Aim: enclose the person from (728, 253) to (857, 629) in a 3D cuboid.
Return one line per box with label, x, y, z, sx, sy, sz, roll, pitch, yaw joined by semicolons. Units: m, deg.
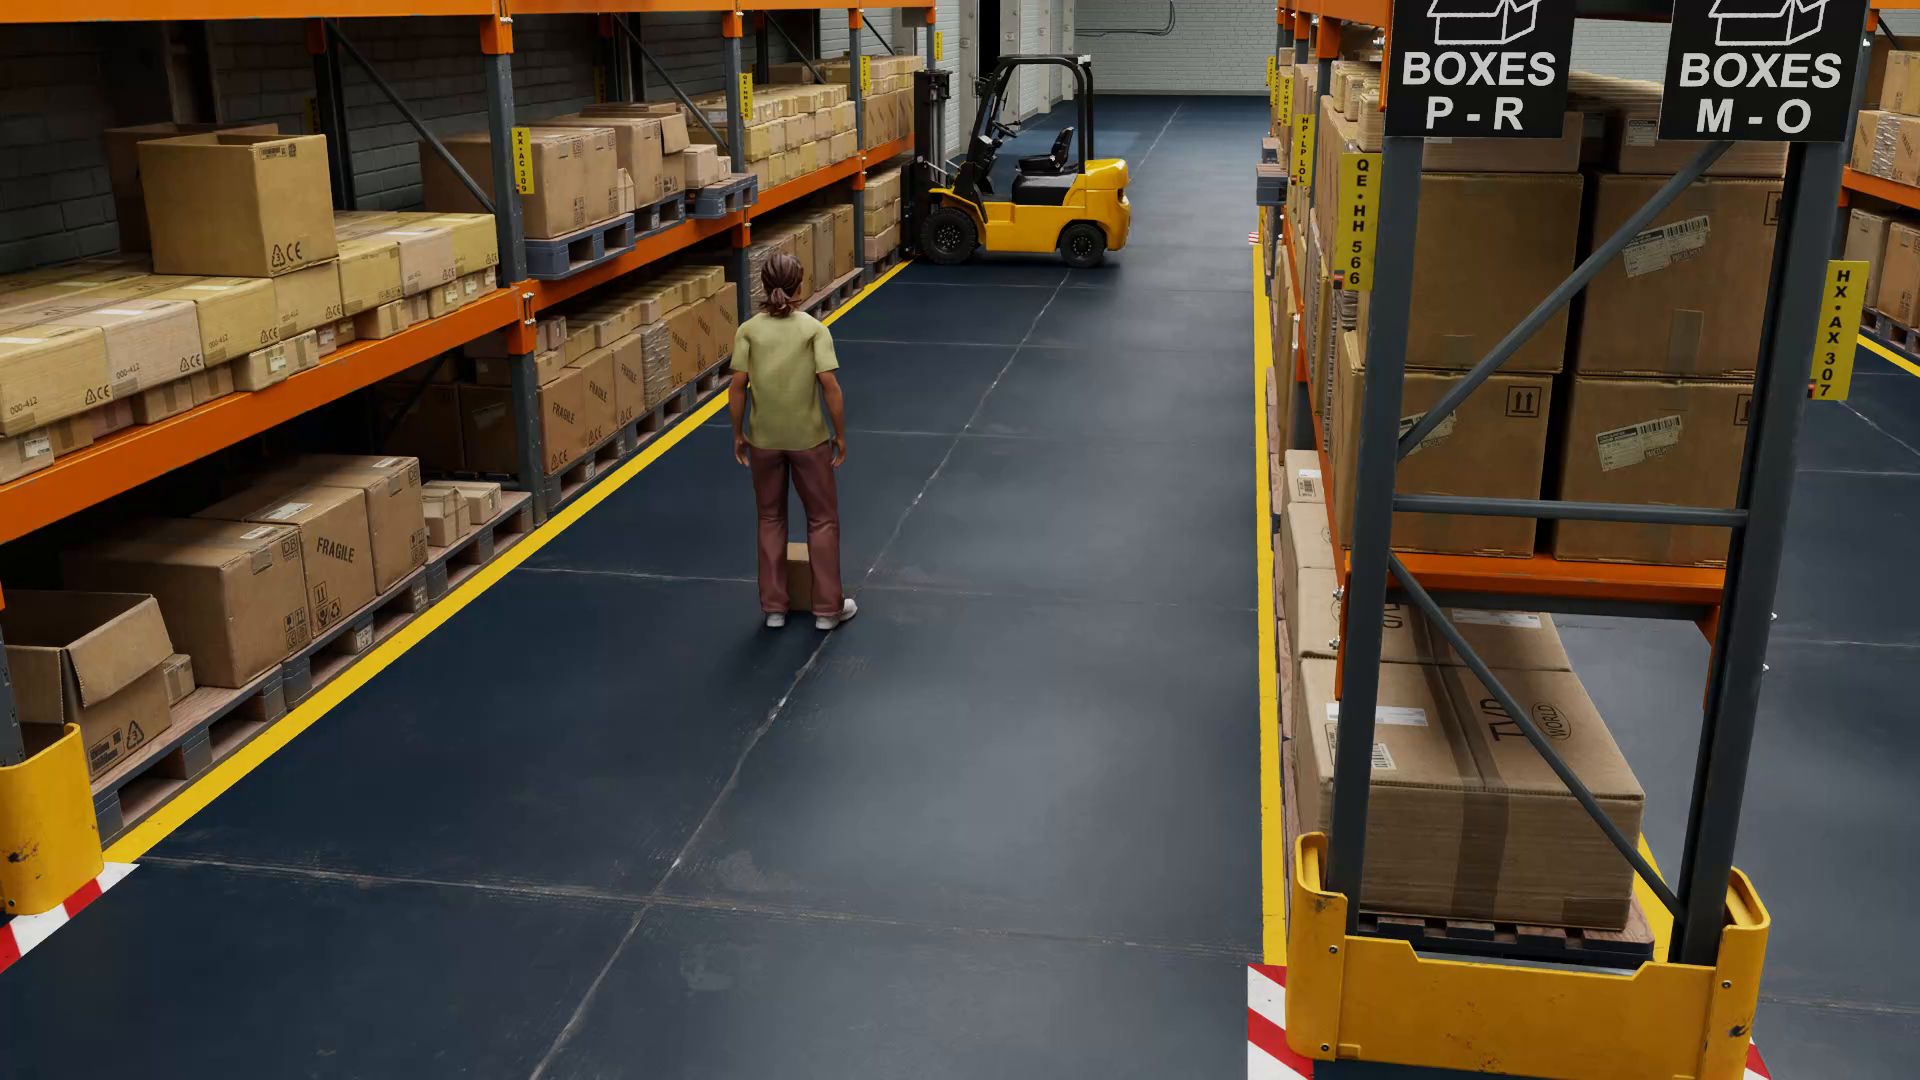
person;-0.750;-0.427;7.375;0.520;1.673;0.357;2;18;6
